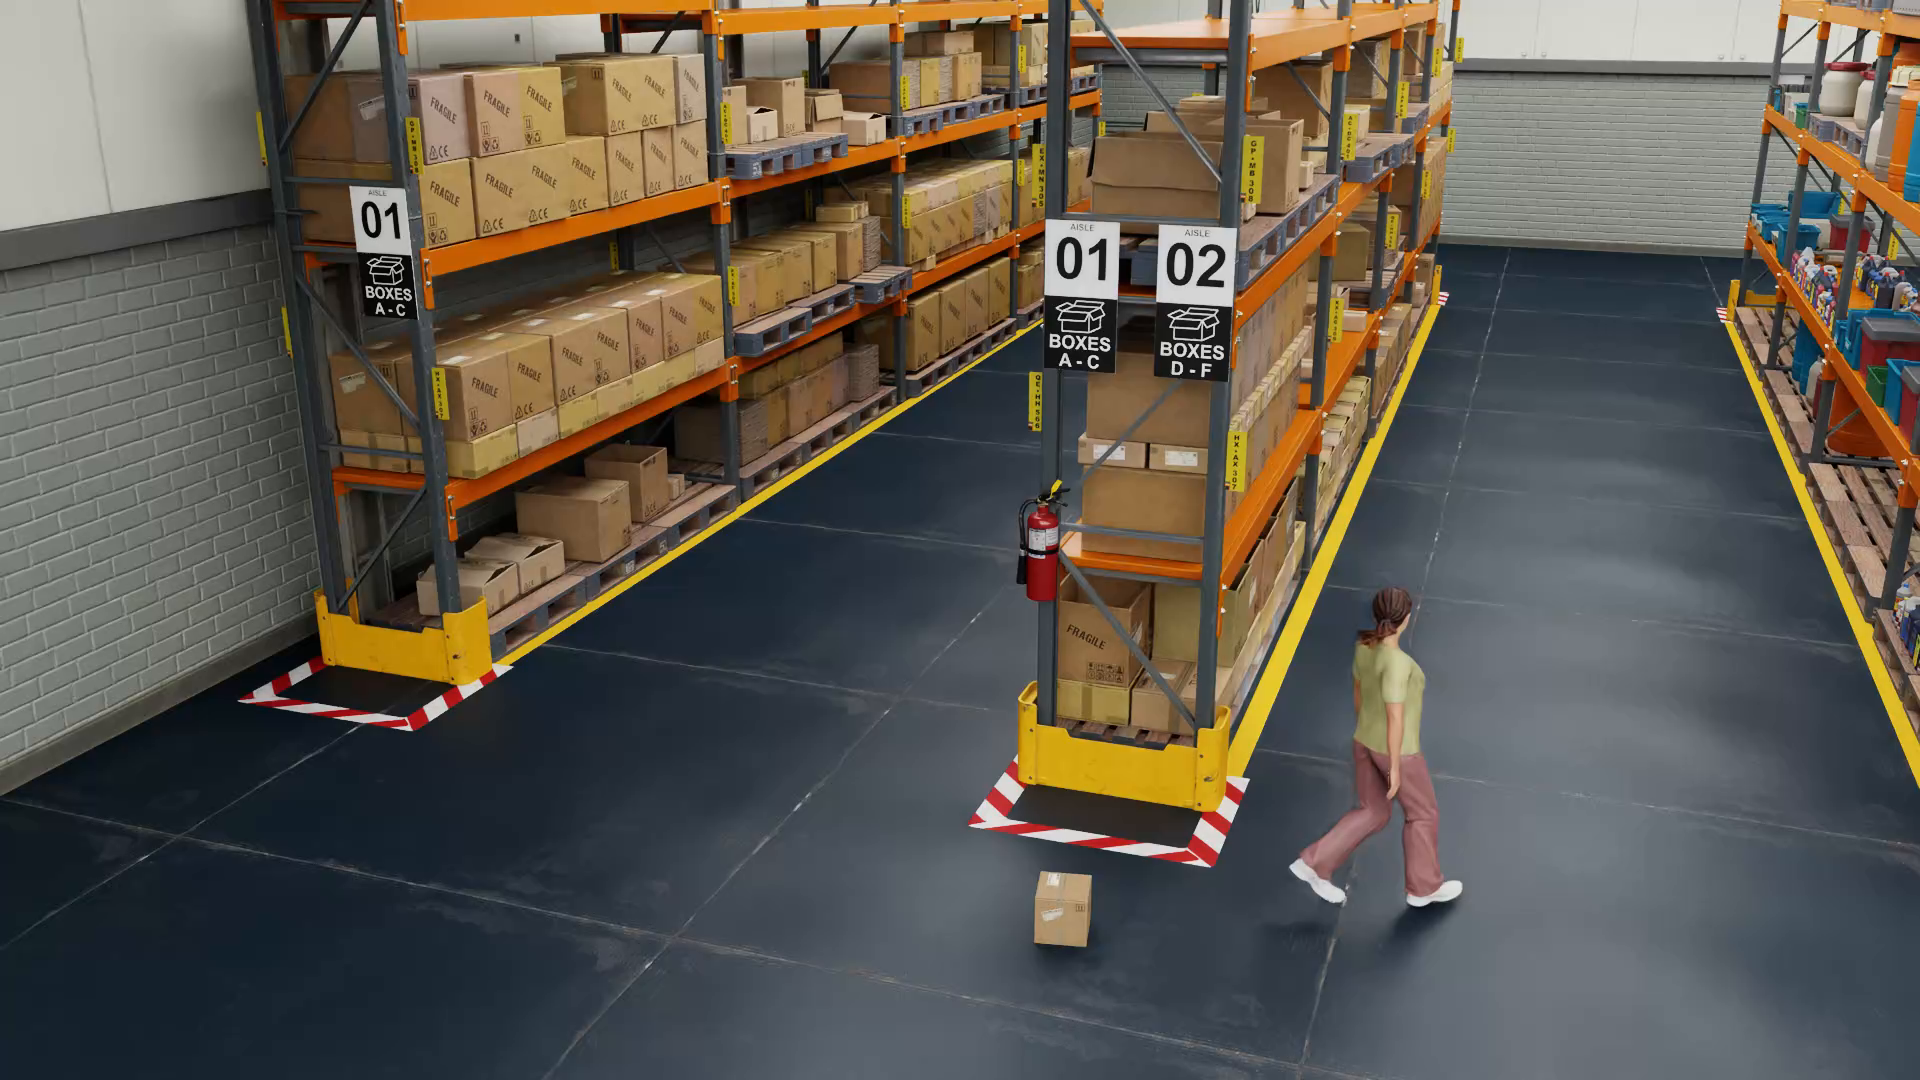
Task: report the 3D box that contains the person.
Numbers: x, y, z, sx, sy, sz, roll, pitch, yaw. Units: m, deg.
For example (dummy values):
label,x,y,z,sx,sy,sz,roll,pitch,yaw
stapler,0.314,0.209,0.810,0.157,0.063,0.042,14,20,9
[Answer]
label,x,y,z,sx,sy,sz,roll,pitch,yaw
person,2.057,1.013,8.086,0.884,1.632,0.521,-6,20,-17
